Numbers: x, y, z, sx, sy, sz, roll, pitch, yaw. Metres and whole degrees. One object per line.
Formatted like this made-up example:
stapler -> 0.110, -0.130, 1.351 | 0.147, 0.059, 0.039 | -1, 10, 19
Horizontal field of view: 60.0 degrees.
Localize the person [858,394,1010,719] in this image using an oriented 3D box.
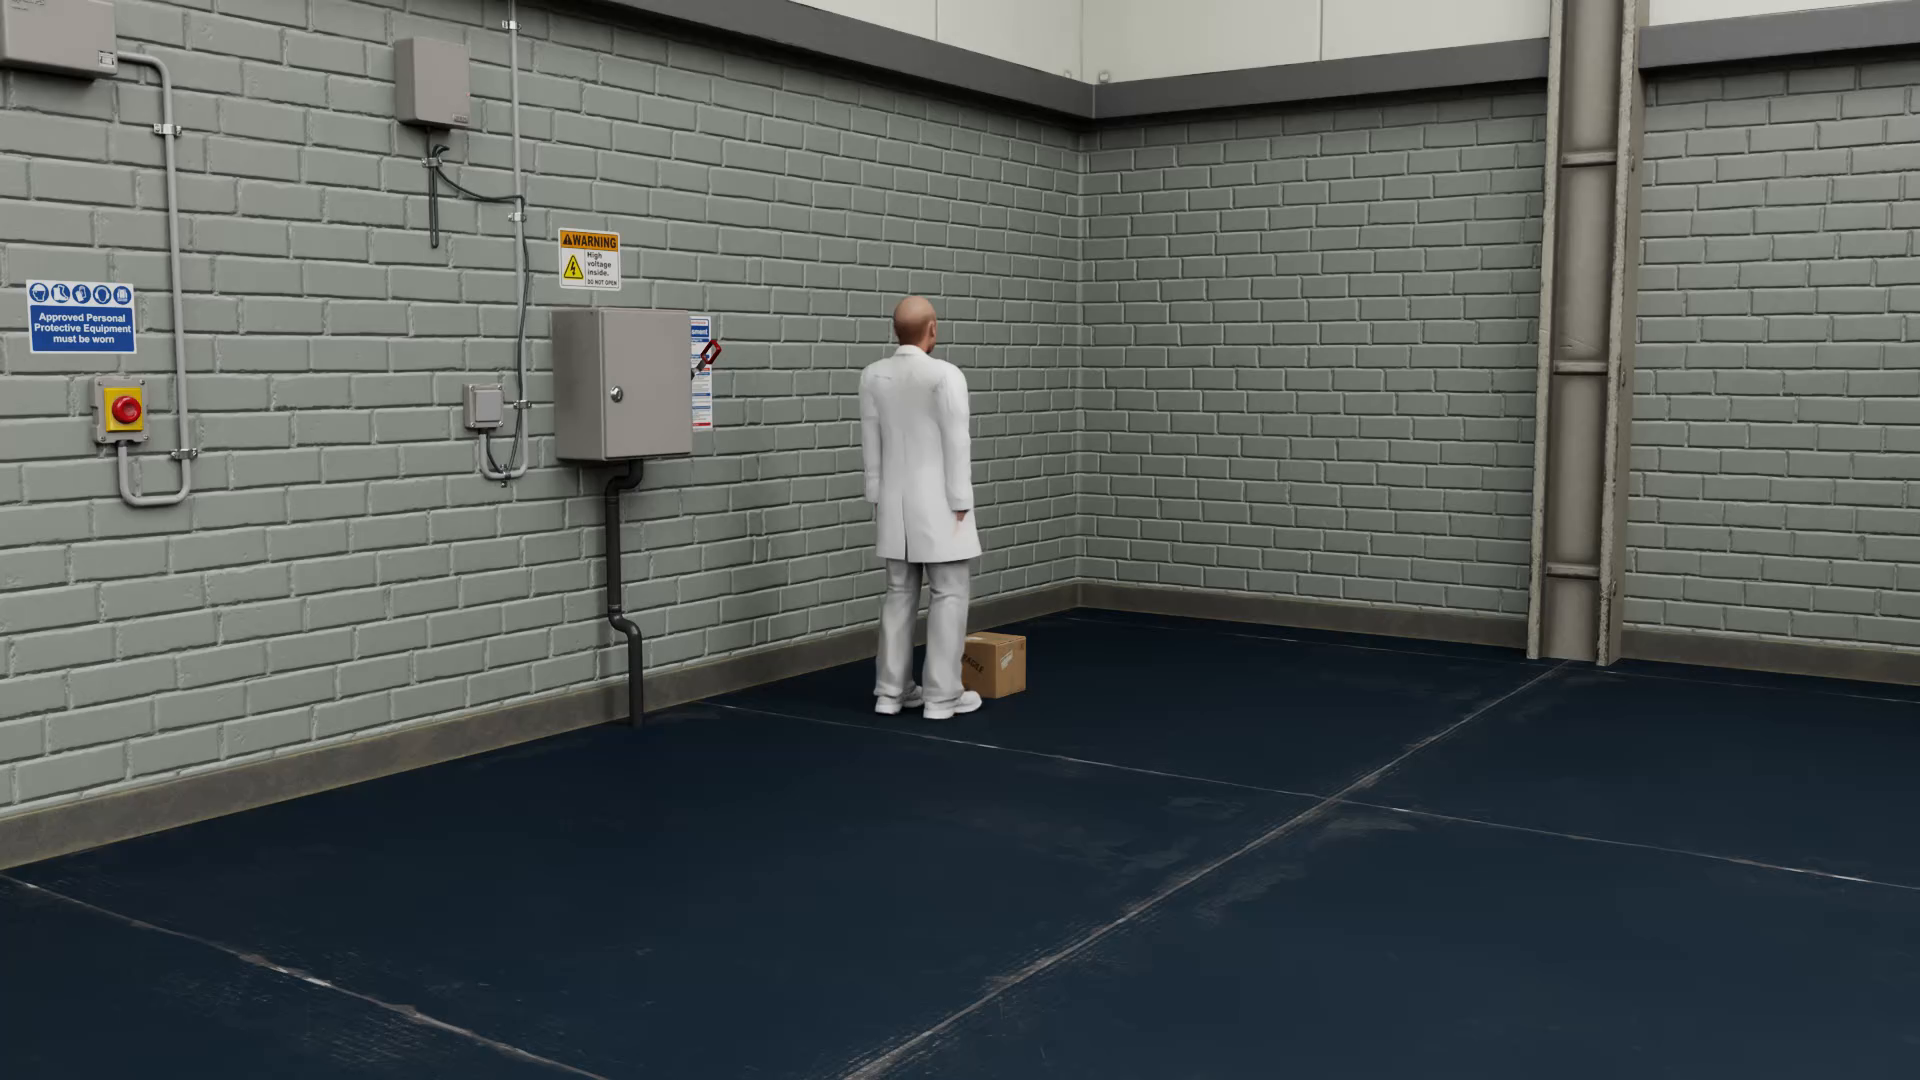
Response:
person -> -0.151, 0.065, 7.170 | 0.633, 1.350, 0.752 | 4, 7, 34
